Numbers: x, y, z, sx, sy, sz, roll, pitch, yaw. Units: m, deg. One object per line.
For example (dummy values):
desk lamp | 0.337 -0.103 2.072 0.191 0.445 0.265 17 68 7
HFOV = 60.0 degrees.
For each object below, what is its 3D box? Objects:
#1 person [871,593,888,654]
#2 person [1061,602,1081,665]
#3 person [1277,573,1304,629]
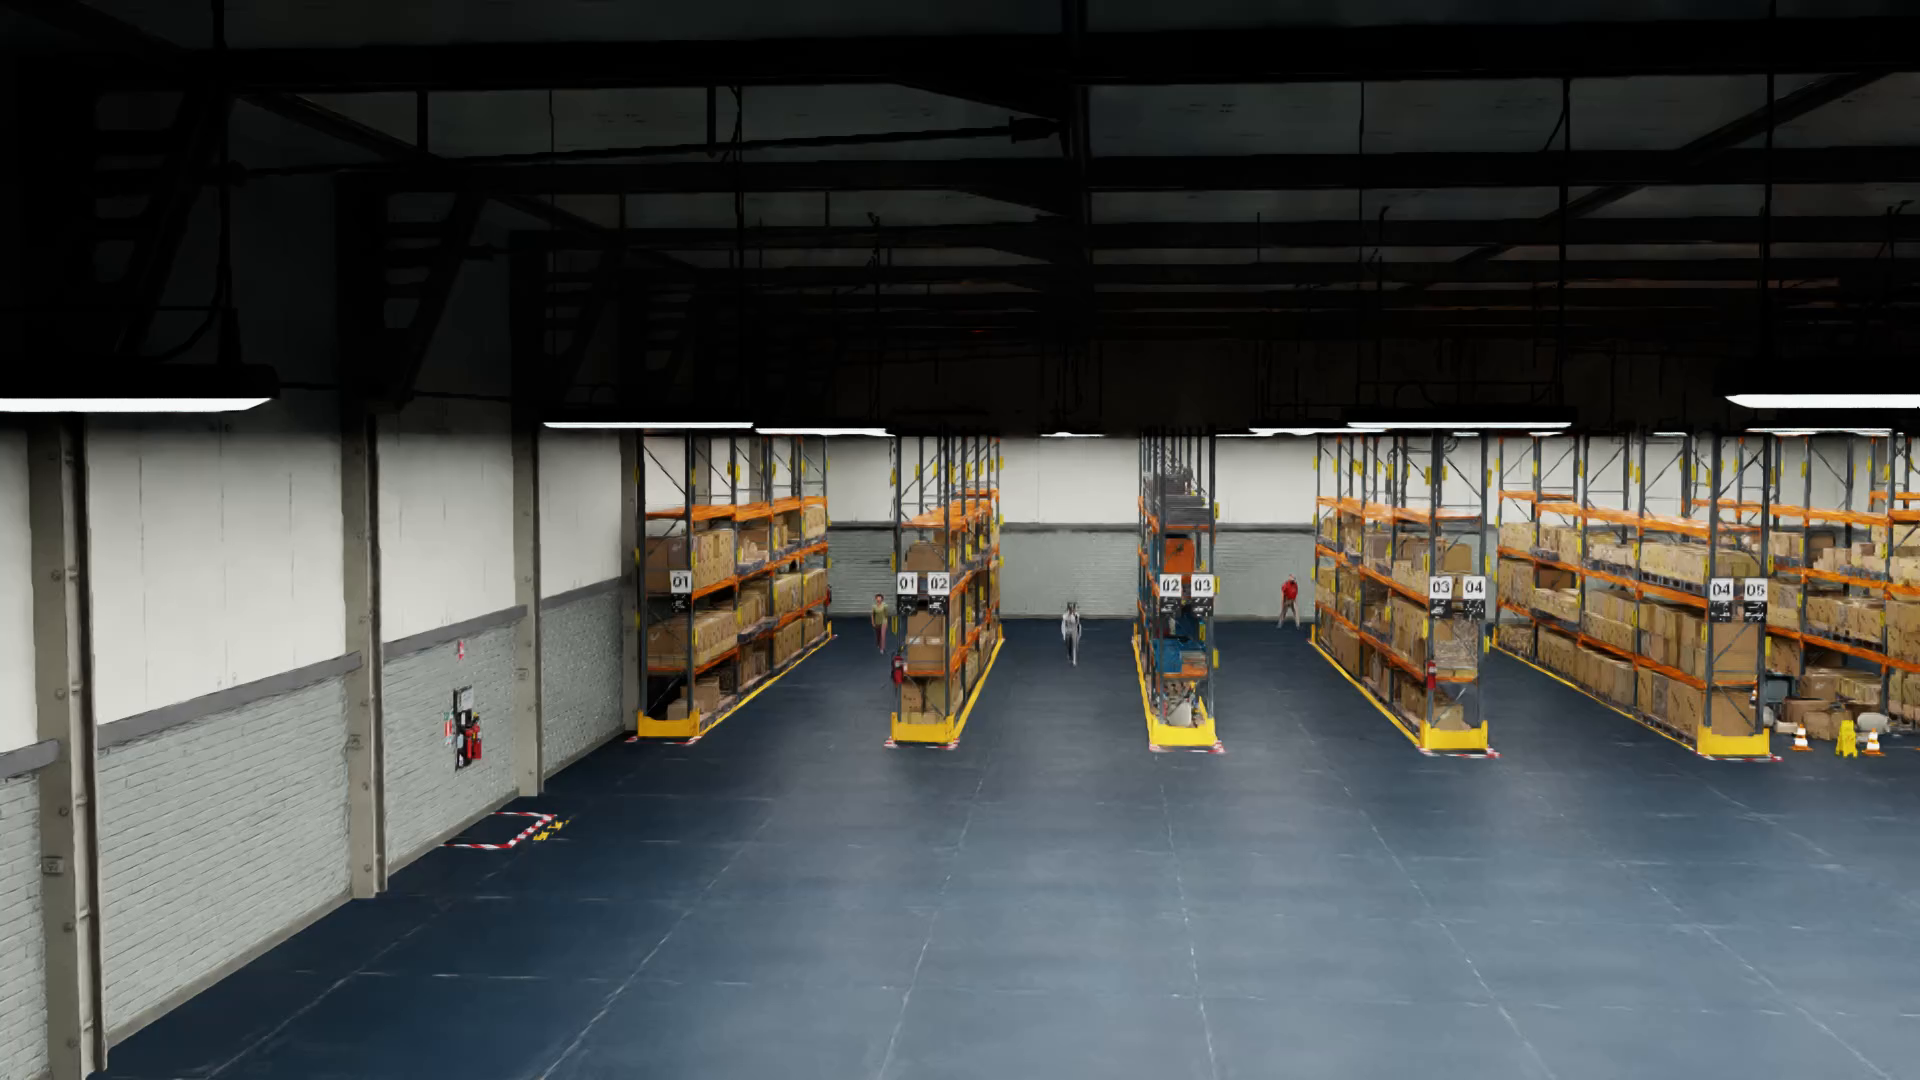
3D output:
person | -2.160 2.206 44.464 0.448 1.590 1.110 0 3 7
person | 2.816 2.344 42.151 0.495 1.589 1.086 0 4 7
person | 9.952 1.839 50.149 0.586 1.679 0.973 -1 4 -18
